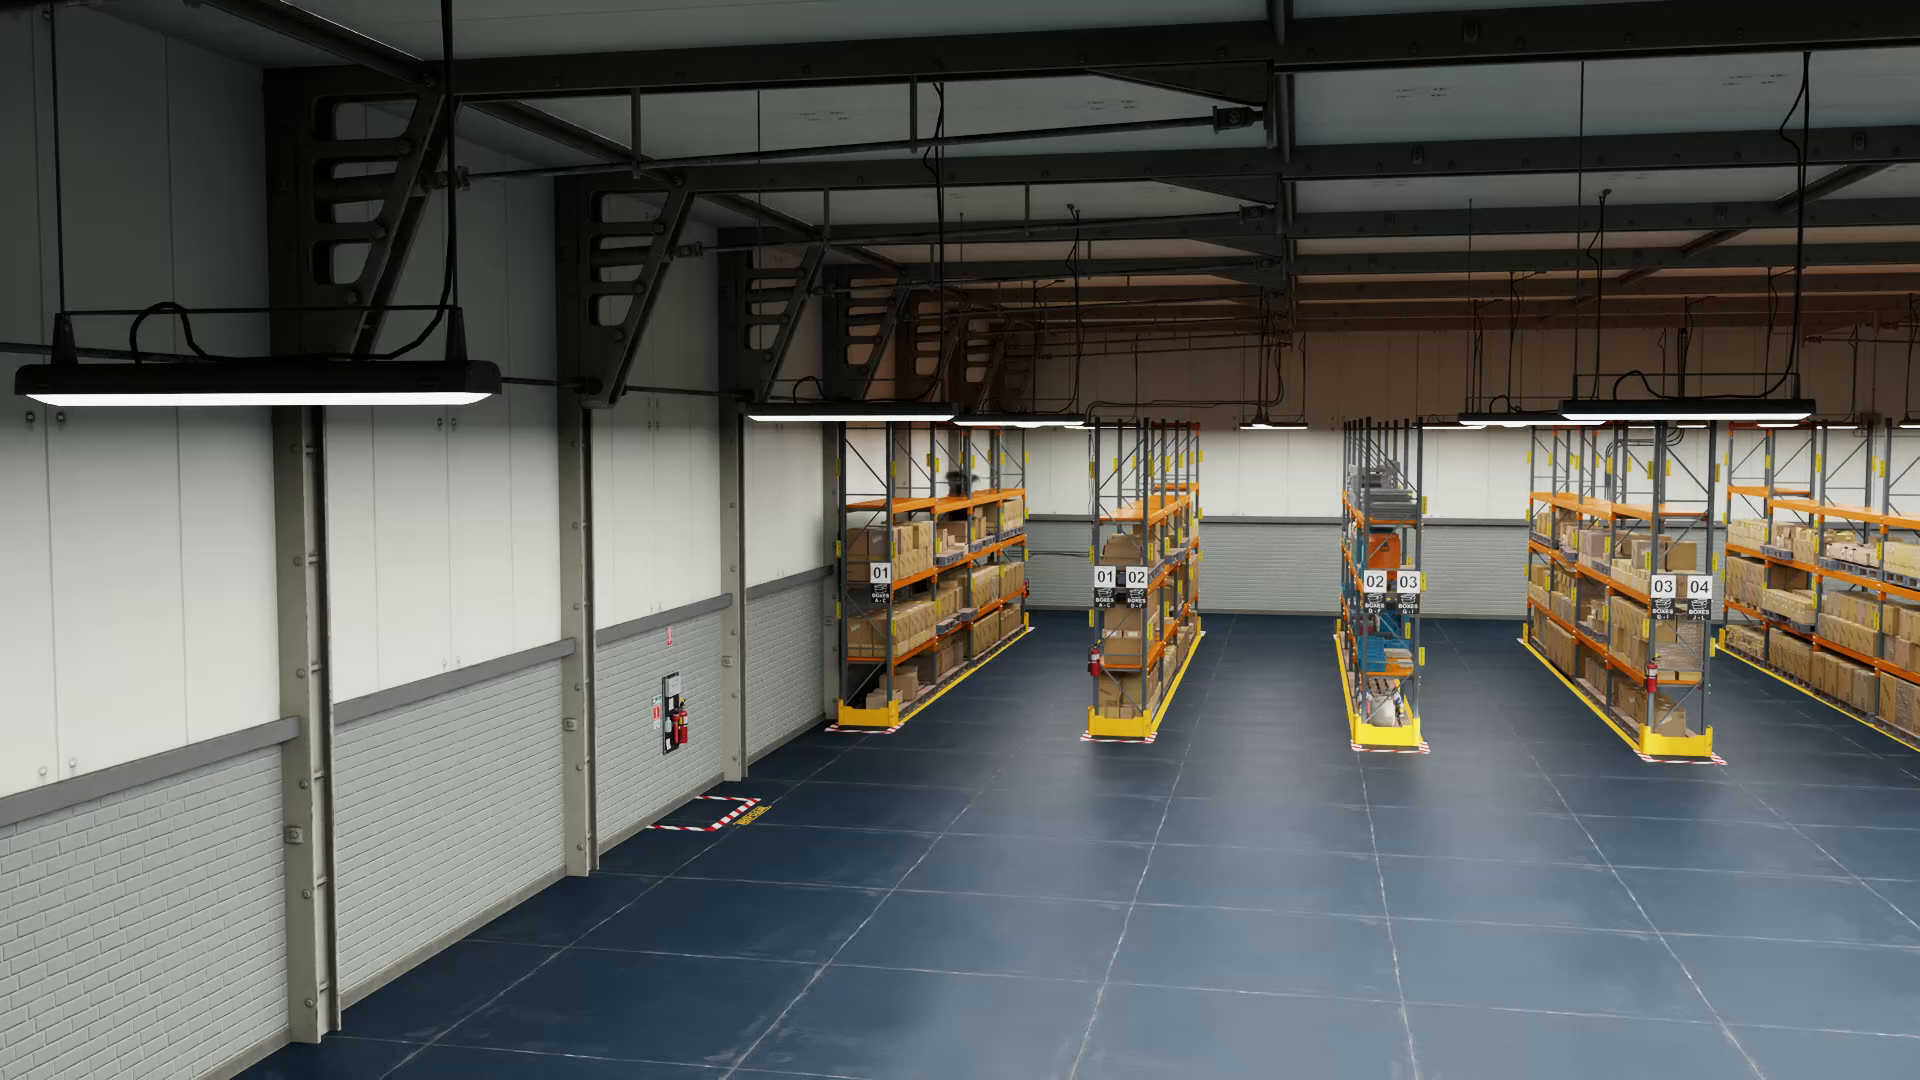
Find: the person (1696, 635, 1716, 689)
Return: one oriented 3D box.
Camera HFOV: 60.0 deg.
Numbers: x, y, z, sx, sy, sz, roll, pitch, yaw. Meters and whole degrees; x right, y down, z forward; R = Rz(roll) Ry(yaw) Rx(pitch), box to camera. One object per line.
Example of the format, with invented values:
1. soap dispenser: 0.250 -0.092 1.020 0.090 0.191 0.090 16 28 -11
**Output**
1. person: 16.637 2.592 37.370 0.593 1.459 1.075 1 4 21
